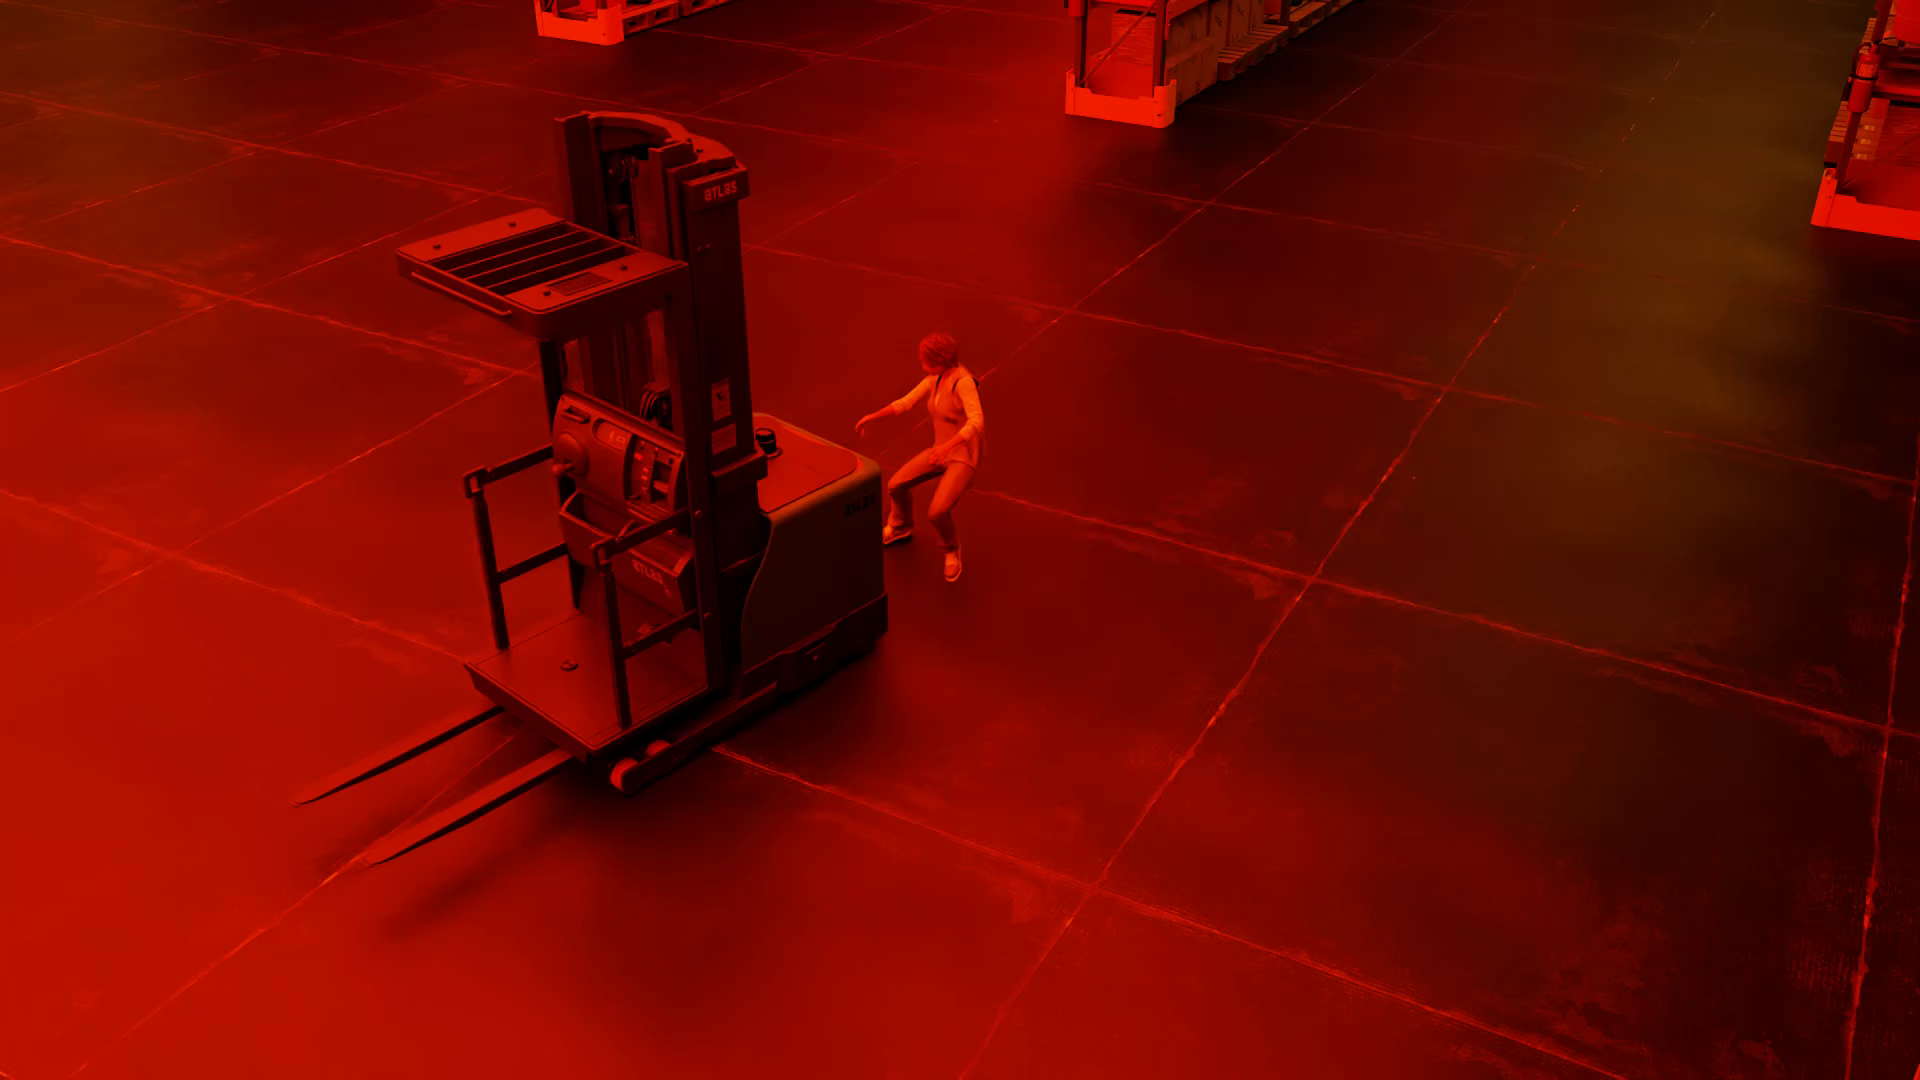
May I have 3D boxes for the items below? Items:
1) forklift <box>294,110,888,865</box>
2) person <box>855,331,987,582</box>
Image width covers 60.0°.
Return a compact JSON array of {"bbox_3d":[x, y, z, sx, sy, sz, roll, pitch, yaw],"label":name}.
[{"bbox_3d":[-1.753,-0.353,7.682,1.130,2.935,3.031,24,38,36],"label":"forklift"},{"bbox_3d":[-0.195,-0.465,9.410,0.680,1.393,0.823,-16,34,-26],"label":"person"}]
